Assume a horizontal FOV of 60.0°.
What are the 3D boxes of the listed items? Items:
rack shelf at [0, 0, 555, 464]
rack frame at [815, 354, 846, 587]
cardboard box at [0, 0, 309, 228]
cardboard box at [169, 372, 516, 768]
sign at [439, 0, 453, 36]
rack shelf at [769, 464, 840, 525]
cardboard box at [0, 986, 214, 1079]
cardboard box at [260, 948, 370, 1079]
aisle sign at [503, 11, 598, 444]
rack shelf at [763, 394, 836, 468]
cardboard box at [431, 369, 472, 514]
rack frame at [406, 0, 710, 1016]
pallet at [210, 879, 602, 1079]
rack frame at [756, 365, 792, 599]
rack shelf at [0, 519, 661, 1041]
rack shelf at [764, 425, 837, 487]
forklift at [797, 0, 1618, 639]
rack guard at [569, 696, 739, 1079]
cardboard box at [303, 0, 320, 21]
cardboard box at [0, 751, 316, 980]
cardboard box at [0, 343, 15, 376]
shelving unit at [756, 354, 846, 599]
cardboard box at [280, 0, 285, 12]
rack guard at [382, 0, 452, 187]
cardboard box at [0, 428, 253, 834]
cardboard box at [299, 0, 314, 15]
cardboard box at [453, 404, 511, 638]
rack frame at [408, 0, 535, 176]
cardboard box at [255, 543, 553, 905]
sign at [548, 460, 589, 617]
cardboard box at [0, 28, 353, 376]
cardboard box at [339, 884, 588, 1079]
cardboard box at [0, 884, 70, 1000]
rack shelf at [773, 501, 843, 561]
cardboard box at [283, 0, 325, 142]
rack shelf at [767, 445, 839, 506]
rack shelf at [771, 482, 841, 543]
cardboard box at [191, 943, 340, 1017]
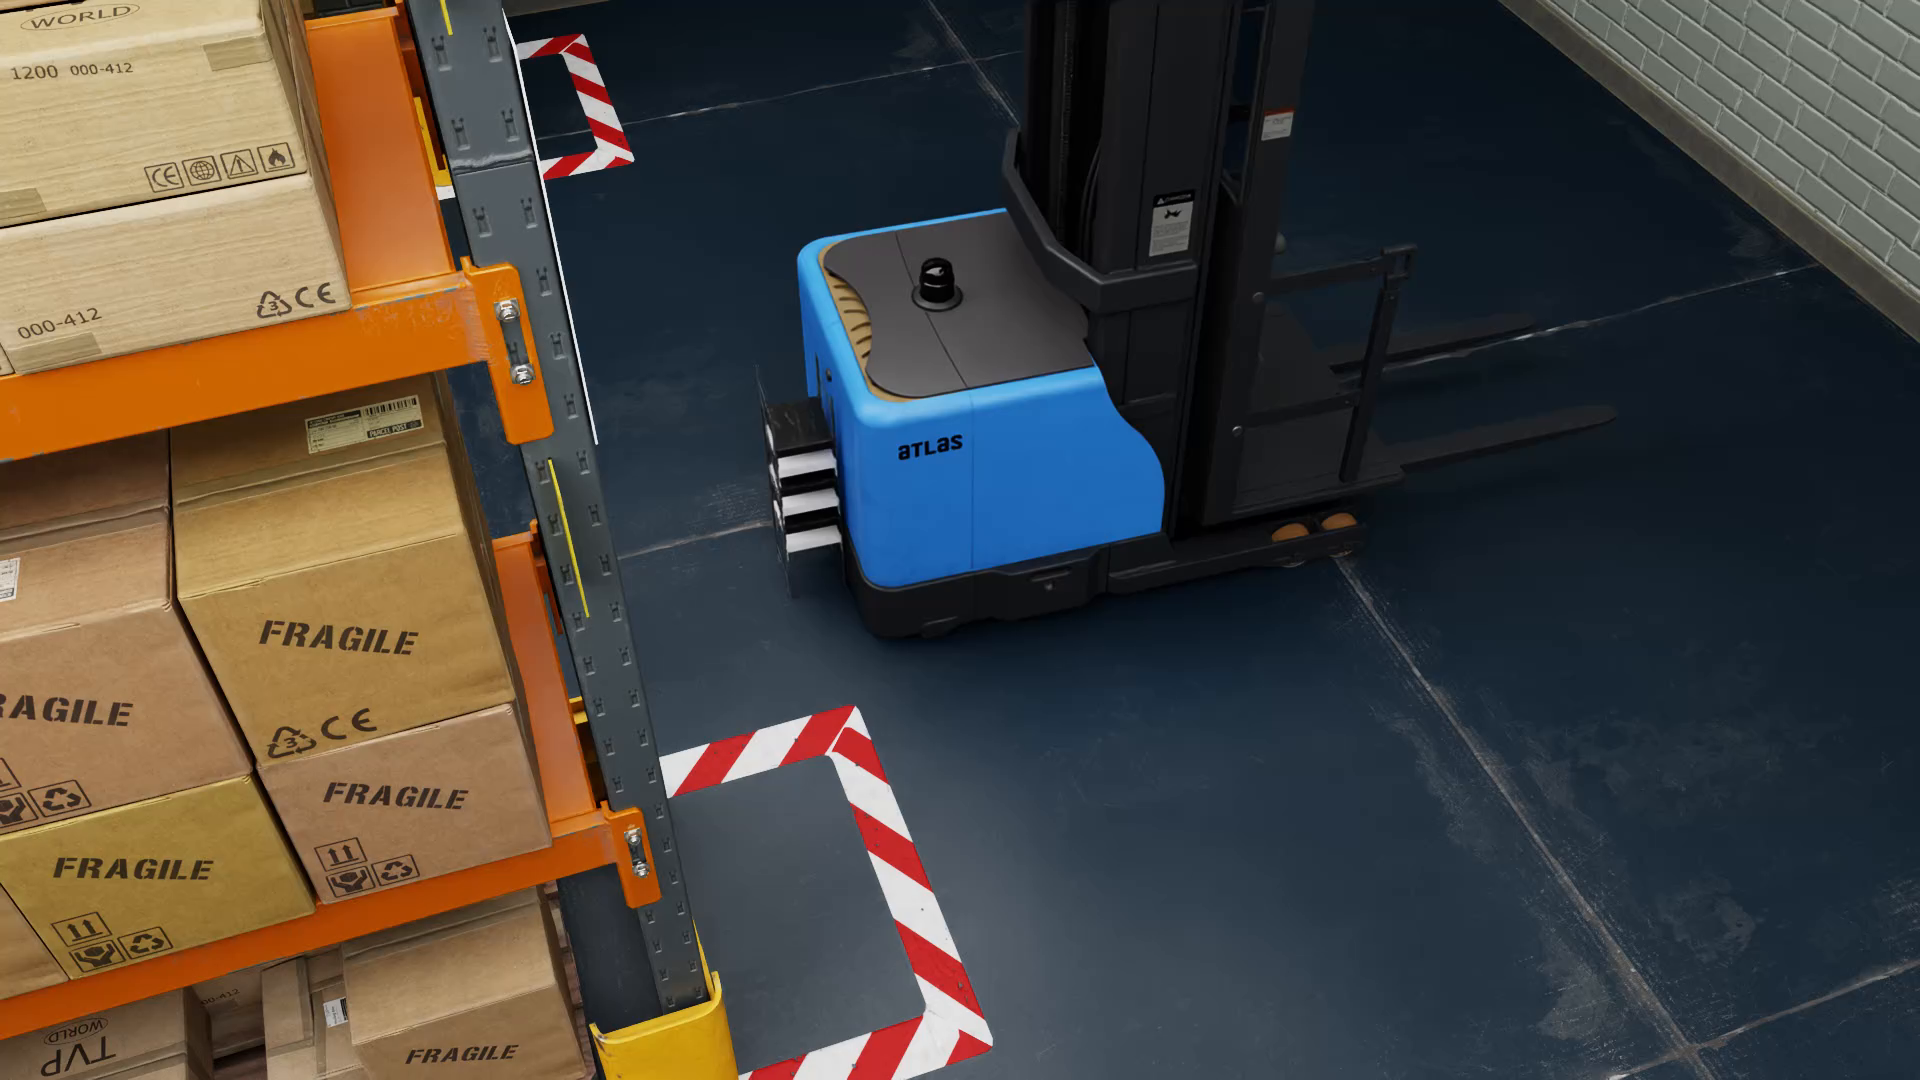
[{"bbox_3d":[-2.777,-0.177,2.699,4.000,0.370,1.077,-14,47,-14],"label":"rack shelf"},{"bbox_3d":[-0.452,-0.226,5.840,0.006,0.900,0.240,-12,46,-11],"label":"rack frame"},{"bbox_3d":[-1.293,-0.742,2.507,0.500,0.250,0.500,-14,47,-14],"label":"cardboard box"},{"bbox_3d":[-1.221,0.049,3.307,0.500,0.500,0.500,-15,47,-14],"label":"cardboard box"},{"bbox_3d":[-0.726,-0.850,2.237,0.005,0.325,0.100,-14,47,-14],"label":"sign"},{"bbox_3d":[-0.550,-0.182,5.843,0.200,0.077,0.258,-12,46,-11],"label":"rack shelf"},{"bbox_3d":[-2.227,1.465,4.302,0.500,0.250,0.500,-14,47,-14],"label":"cardboard box"},{"bbox_3d":[-1.735,1.324,4.503,0.250,0.166,0.380,-14,47,-14],"label":"cardboard box"},{"bbox_3d":[-0.728,-0.583,2.878,0.004,0.787,0.394,-14,47,-14],"label":"aisle sign"},{"bbox_3d":[-0.550,-0.373,5.652,0.200,0.077,0.258,-12,46,-11],"label":"rack shelf"},{"bbox_3d":[-1.403,-0.311,3.665,0.500,0.500,0.500,-13,47,-13],"label":"cardboard box"},{"bbox_3d":[-0.896,0.147,3.986,0.127,3.000,1.000,-14,47,-14],"label":"rack frame"},{"bbox_3d":[-1.717,1.342,4.764,1.213,0.211,1.003,-14,47,-14],"label":"pallet"},{"bbox_3d":[-0.647,-0.185,5.799,0.006,0.900,0.240,-12,46,-11],"label":"rack frame"},{"bbox_3d":[-2.777,0.882,3.762,4.000,0.370,1.077,-14,47,-14],"label":"rack shelf"},{"bbox_3d":[-0.550,-0.309,5.716,0.200,0.077,0.258,-12,46,-11],"label":"rack shelf"},{"bbox_3d":[0.996,-1.282,5.458,3.031,2.935,1.130,-12,46,-11],"label":"forklift"},{"bbox_3d":[-0.967,1.047,4.853,0.348,0.500,1.175,-14,47,-14],"label":"rack guard"},{"bbox_3d":[-3.206,-2.184,7.777,0.500,0.500,0.700,-14,47,-14],"label":"cardboard box"},{"bbox_3d":[-1.712,0.527,3.536,0.500,0.500,0.500,-14,47,-14],"label":"cardboard box"},{"bbox_3d":[-1.764,-0.447,2.566,0.500,0.250,0.500,-14,47,-14],"label":"cardboard box"},{"bbox_3d":[-0.550,-0.206,5.820,0.210,0.900,0.258,-12,46,-11],"label":"shelving unit"},{"bbox_3d":[-1.468,-1.086,2.849,0.500,0.250,0.500,-14,47,-14],"label":"cardboard box"},{"bbox_3d":[-2.559,-2.276,8.165,0.348,0.500,1.175,-14,47,-14],"label":"rack guard"},{"bbox_3d":[-1.696,0.171,3.186,0.500,0.500,0.500,-13,47,-13],"label":"cardboard box"},{"bbox_3d":[-3.156,-2.576,7.710,0.250,0.149,0.380,-14,47,-14],"label":"cardboard box"},{"bbox_3d":[-1.403,0.042,4.019,0.500,0.500,0.500,-13,47,-13],"label":"cardboard box"},{"bbox_3d":[-0.896,-1.971,1.861,0.127,3.000,1.000,-14,47,-14],"label":"rack frame"},{"bbox_3d":[-1.225,0.400,3.663,0.500,0.500,0.500,-13,47,-13],"label":"cardboard box"},{"bbox_3d":[-0.726,0.001,3.091,0.005,0.325,0.100,-14,47,-14],"label":"sign"},{"bbox_3d":[-1.290,-0.560,2.679,0.500,0.250,0.500,-14,47,-14],"label":"cardboard box"},{"bbox_3d":[-1.324,1.169,4.422,0.500,0.500,0.500,-14,47,-14],"label":"cardboard box"},{"bbox_3d":[-2.183,0.644,3.420,0.500,0.500,0.500,-14,47,-14],"label":"cardboard box"},{"bbox_3d":[-0.550,-0.055,5.971,0.200,0.077,0.258,-12,46,-11],"label":"rack shelf"},{"bbox_3d":[-1.465,-0.905,3.022,0.500,0.250,0.500,-14,47,-14],"label":"cardboard box"},{"bbox_3d":[-0.550,-0.246,5.779,0.200,0.077,0.258,-12,46,-11],"label":"rack shelf"},{"bbox_3d":[-0.550,-0.119,5.907,0.200,0.077,0.258,-12,46,-11],"label":"rack shelf"},{"bbox_3d":[-1.974,1.024,4.742,0.500,0.250,0.500,-14,47,-14],"label":"cardboard box"}]
